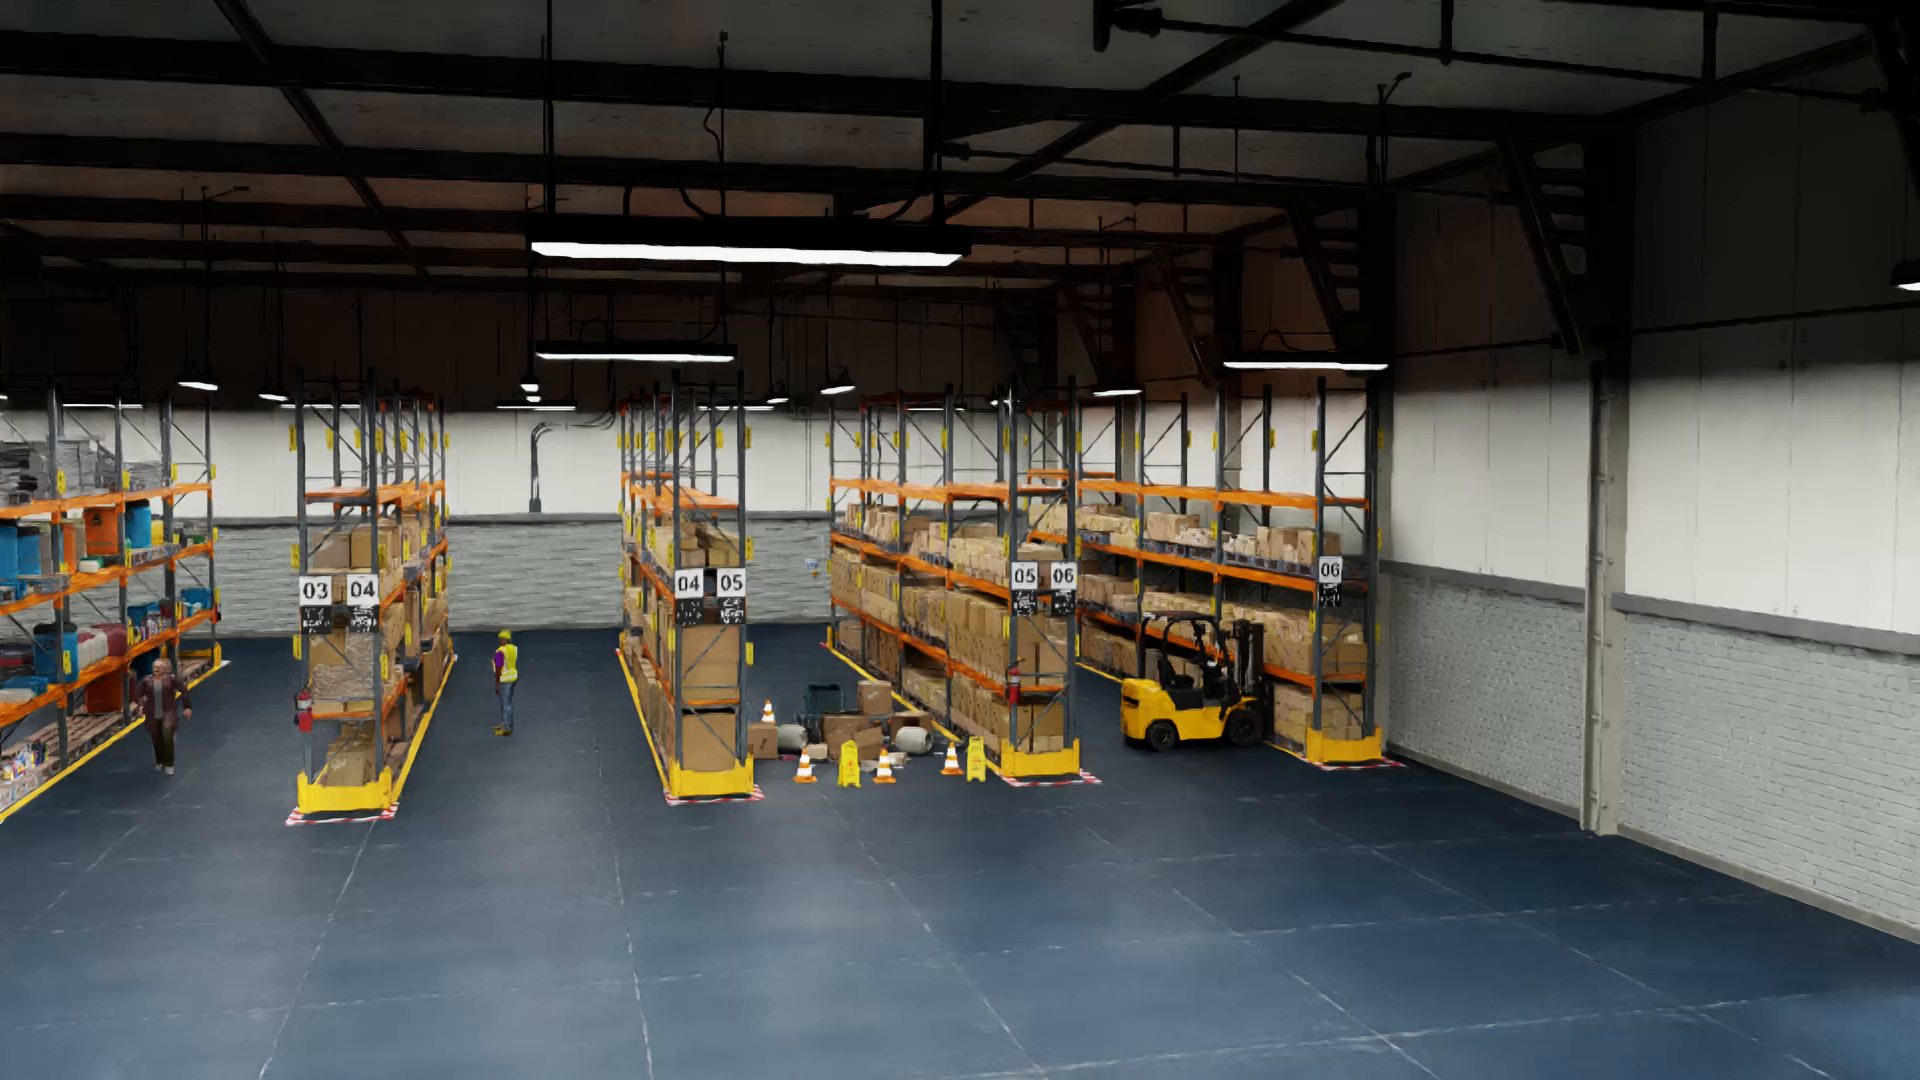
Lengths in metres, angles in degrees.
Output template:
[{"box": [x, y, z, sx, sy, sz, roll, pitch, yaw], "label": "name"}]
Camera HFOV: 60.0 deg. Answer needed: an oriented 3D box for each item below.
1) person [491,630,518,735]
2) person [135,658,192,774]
[{"box": [-7.814, 2.410, 28.390, 0.503, 1.764, 0.624, 1, 4, 15], "label": "person"}, {"box": [-12.036, 2.637, 25.092, 0.750, 1.737, 0.747, -1, 3, -10], "label": "person"}]
